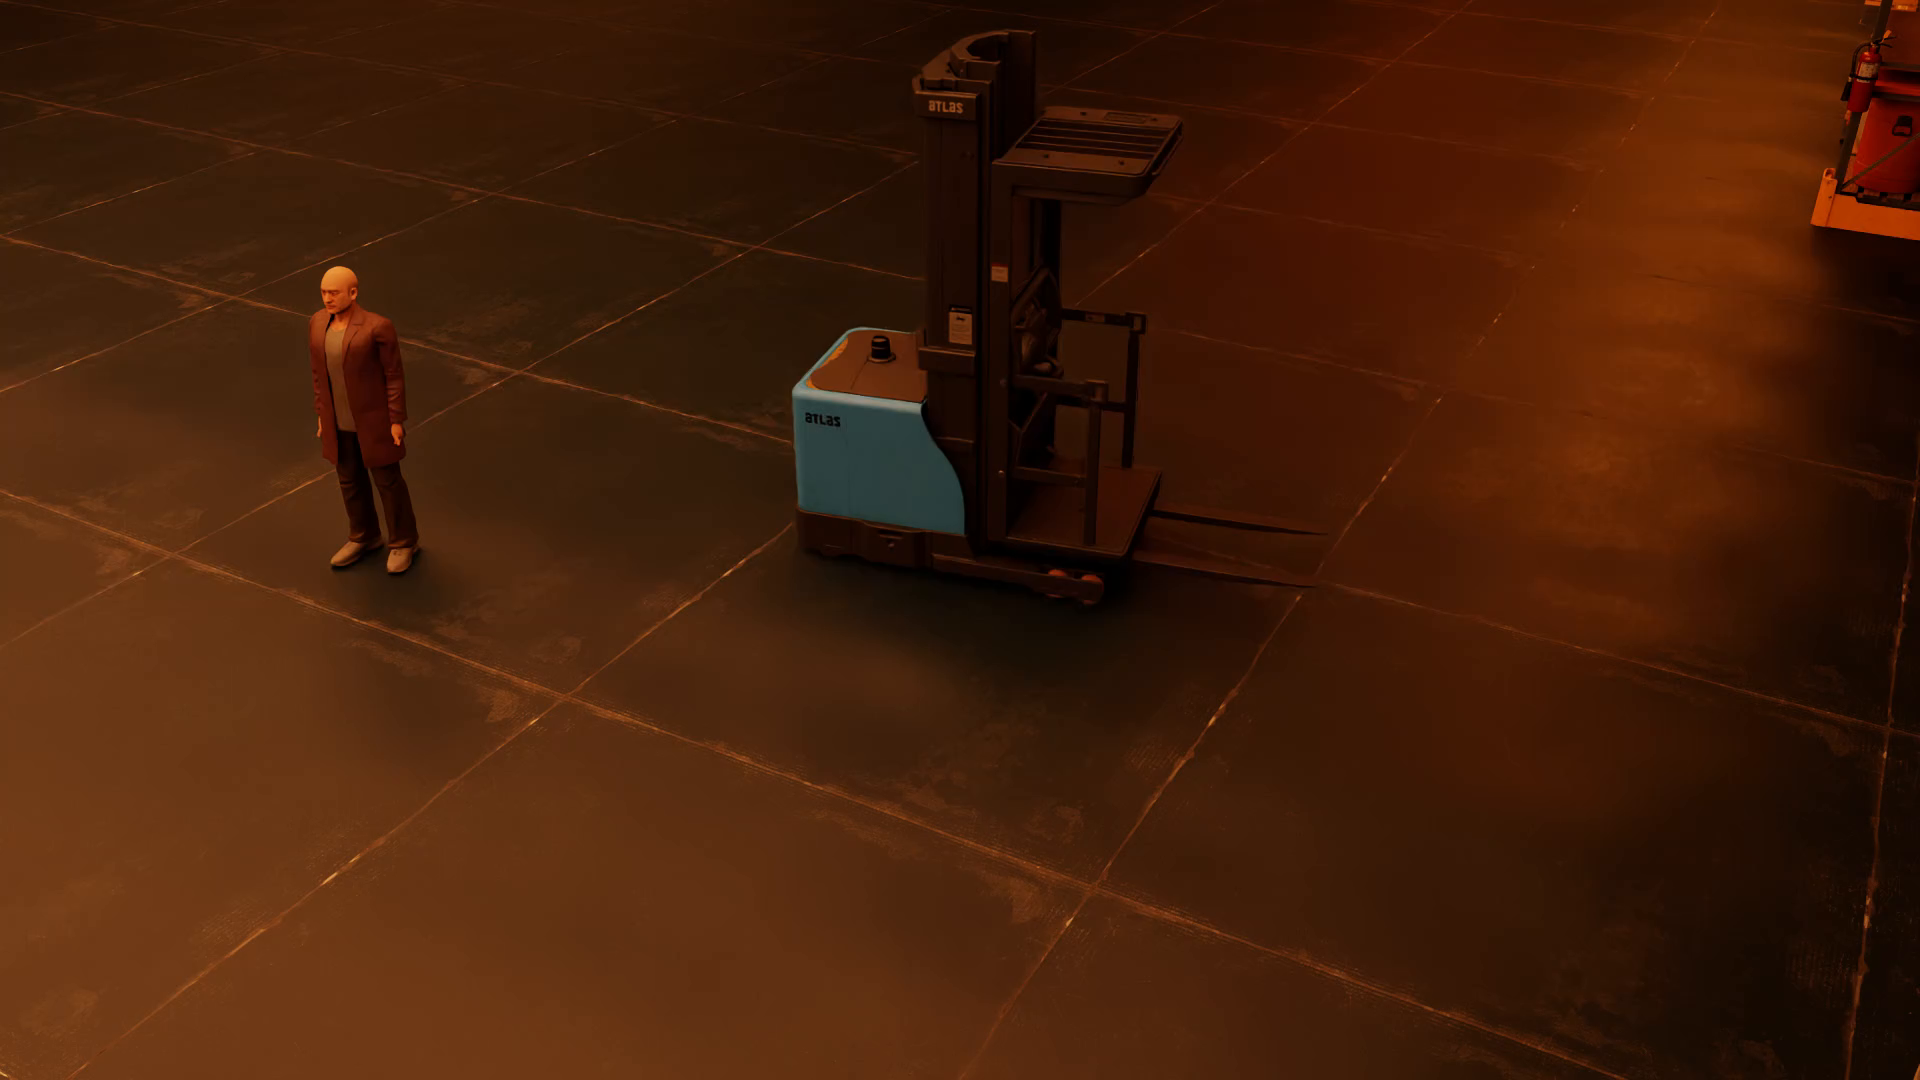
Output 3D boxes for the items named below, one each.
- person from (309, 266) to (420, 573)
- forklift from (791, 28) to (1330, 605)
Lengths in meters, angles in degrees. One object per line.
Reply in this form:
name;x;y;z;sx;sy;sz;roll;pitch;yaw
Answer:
person;-3.395;-0.665;9.375;0.556;1.782;0.390;7;31;11
forklift;0.609;-1.203;9.155;3.031;2.935;1.130;9;31;15
